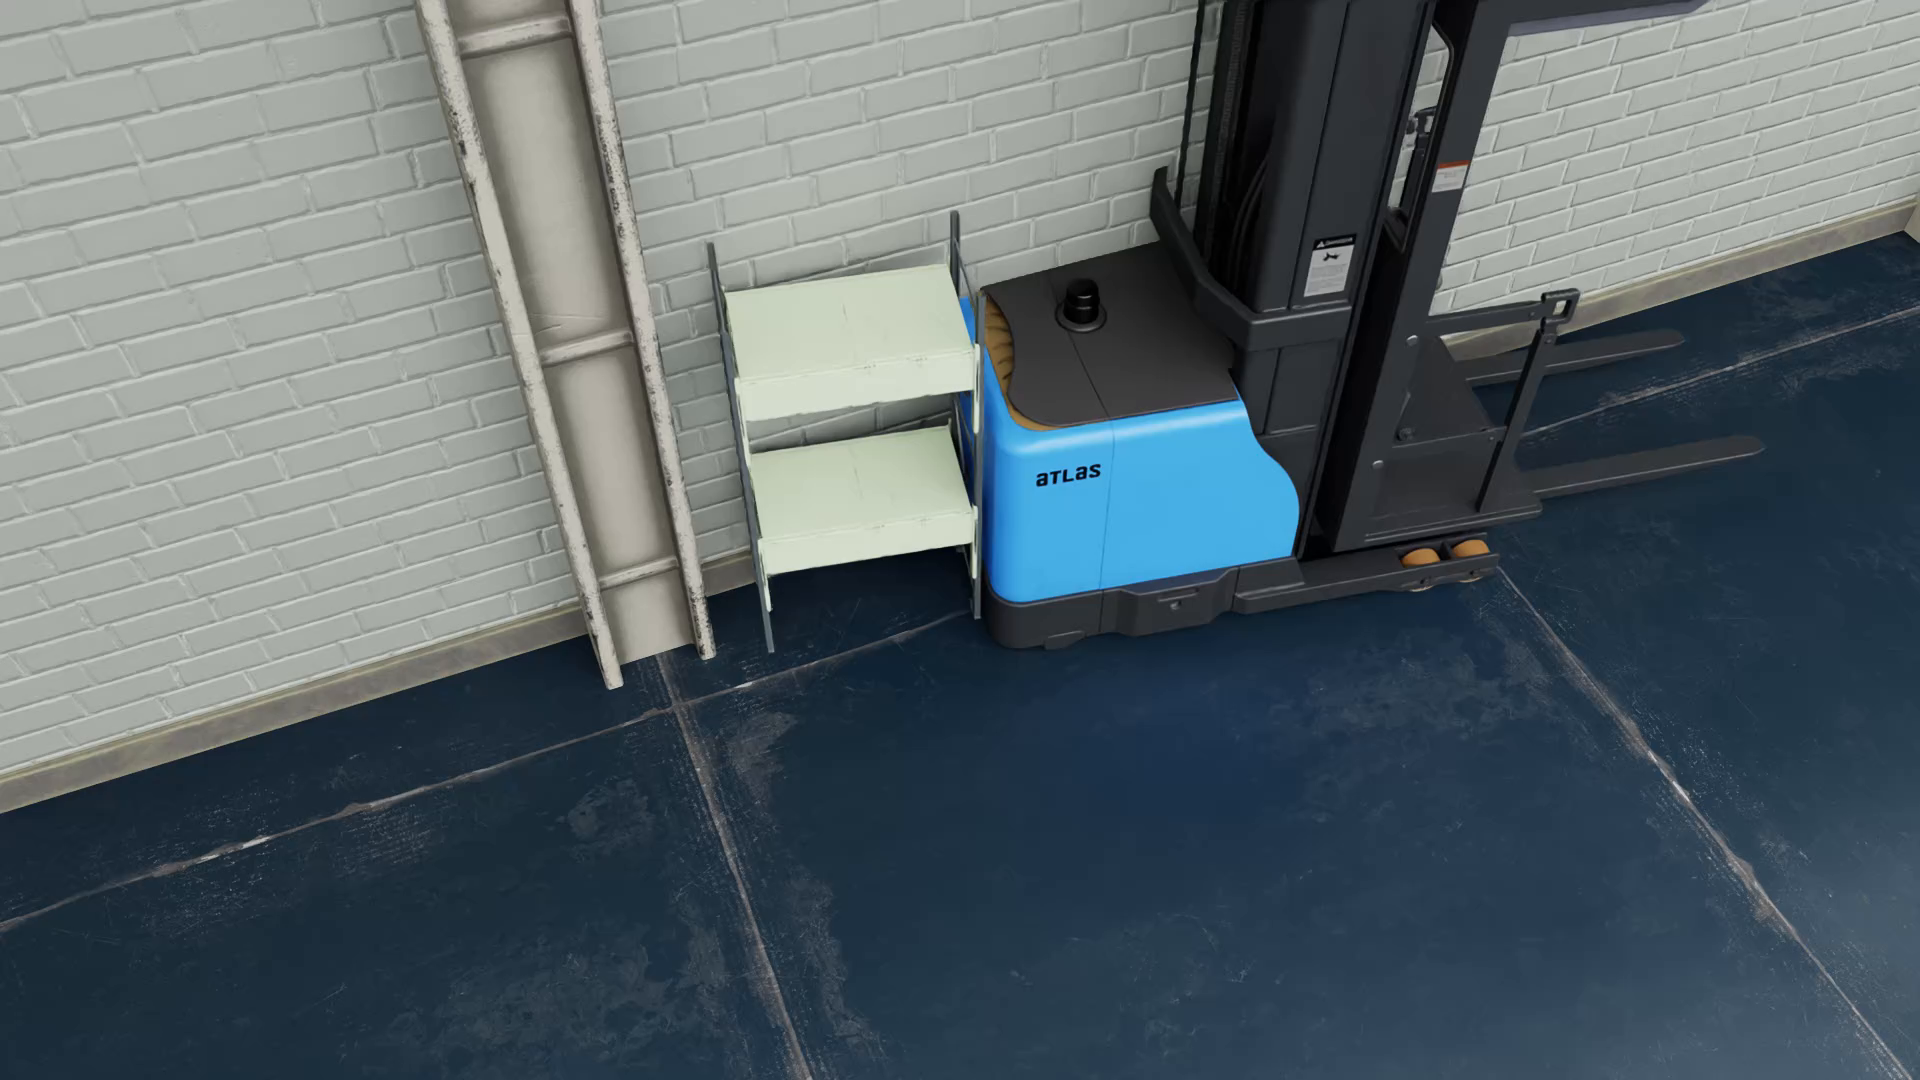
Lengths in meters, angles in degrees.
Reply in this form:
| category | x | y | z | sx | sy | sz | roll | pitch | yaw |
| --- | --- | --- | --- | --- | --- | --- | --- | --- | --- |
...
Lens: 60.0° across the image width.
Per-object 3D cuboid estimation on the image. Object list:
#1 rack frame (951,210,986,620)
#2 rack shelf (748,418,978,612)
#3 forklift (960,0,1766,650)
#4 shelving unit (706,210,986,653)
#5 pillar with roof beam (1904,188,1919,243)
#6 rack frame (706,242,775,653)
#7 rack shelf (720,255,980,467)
| category | x | y | z | sx | sy | sz | roll | pitch | yaw |
| --- | --- | --- | --- | --- | --- | --- | --- | --- | --- |
| rack frame | 0.022 | -0.354 | 5.426 | 0.023 | 1.500 | 0.400 | -9 | 50 | -8 |
| rack shelf | -0.337 | -0.087 | 5.627 | 0.720 | 0.370 | 0.431 | -9 | 50 | -8 |
| forklift | 1.483 | -1.151 | 5.306 | 3.031 | 2.935 | 1.130 | -10 | 50 | -8 |
| shelving unit | -0.336 | -0.297 | 5.378 | 0.755 | 1.500 | 0.431 | -9 | 50 | -8 |
| pillar with roof beam | 6.079 | -1.270 | 1.409 | 0.400 | 9.000 | 9.100 | -17 | 52 | -14 |
| rack frame | -0.695 | -0.241 | 5.331 | 0.023 | 1.500 | 0.400 | -9 | 50 | -8 |
| rack shelf | -0.336 | -0.549 | 5.080 | 0.720 | 0.370 | 0.431 | -9 | 50 | -8 |
